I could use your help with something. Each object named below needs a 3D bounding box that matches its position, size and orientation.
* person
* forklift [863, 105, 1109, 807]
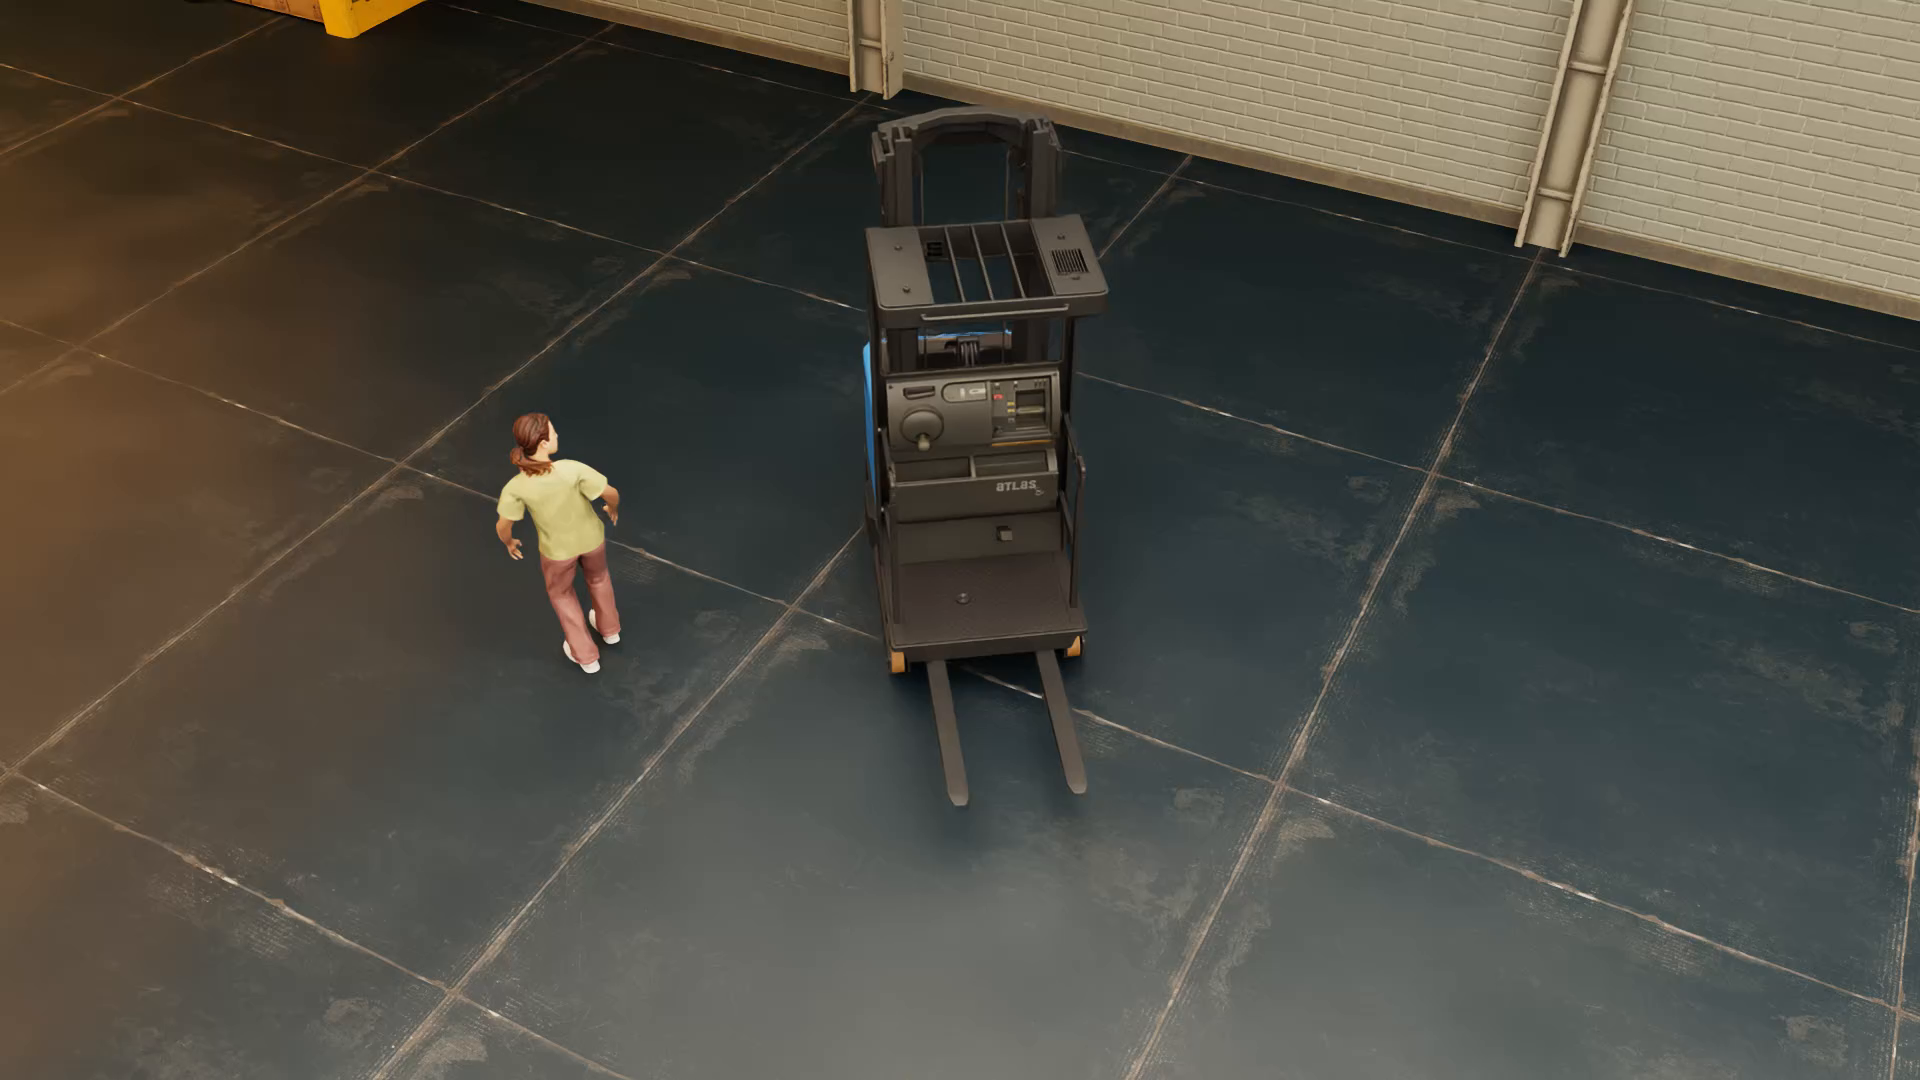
[{"bbox_3d":[-2.160,-0.009,8.997,0.655,1.648,0.485,-18,43,-20],"label":"person"},{"bbox_3d":[0.105,-0.613,8.714,1.130,2.935,3.031,-5,40,-6],"label":"forklift"}]
